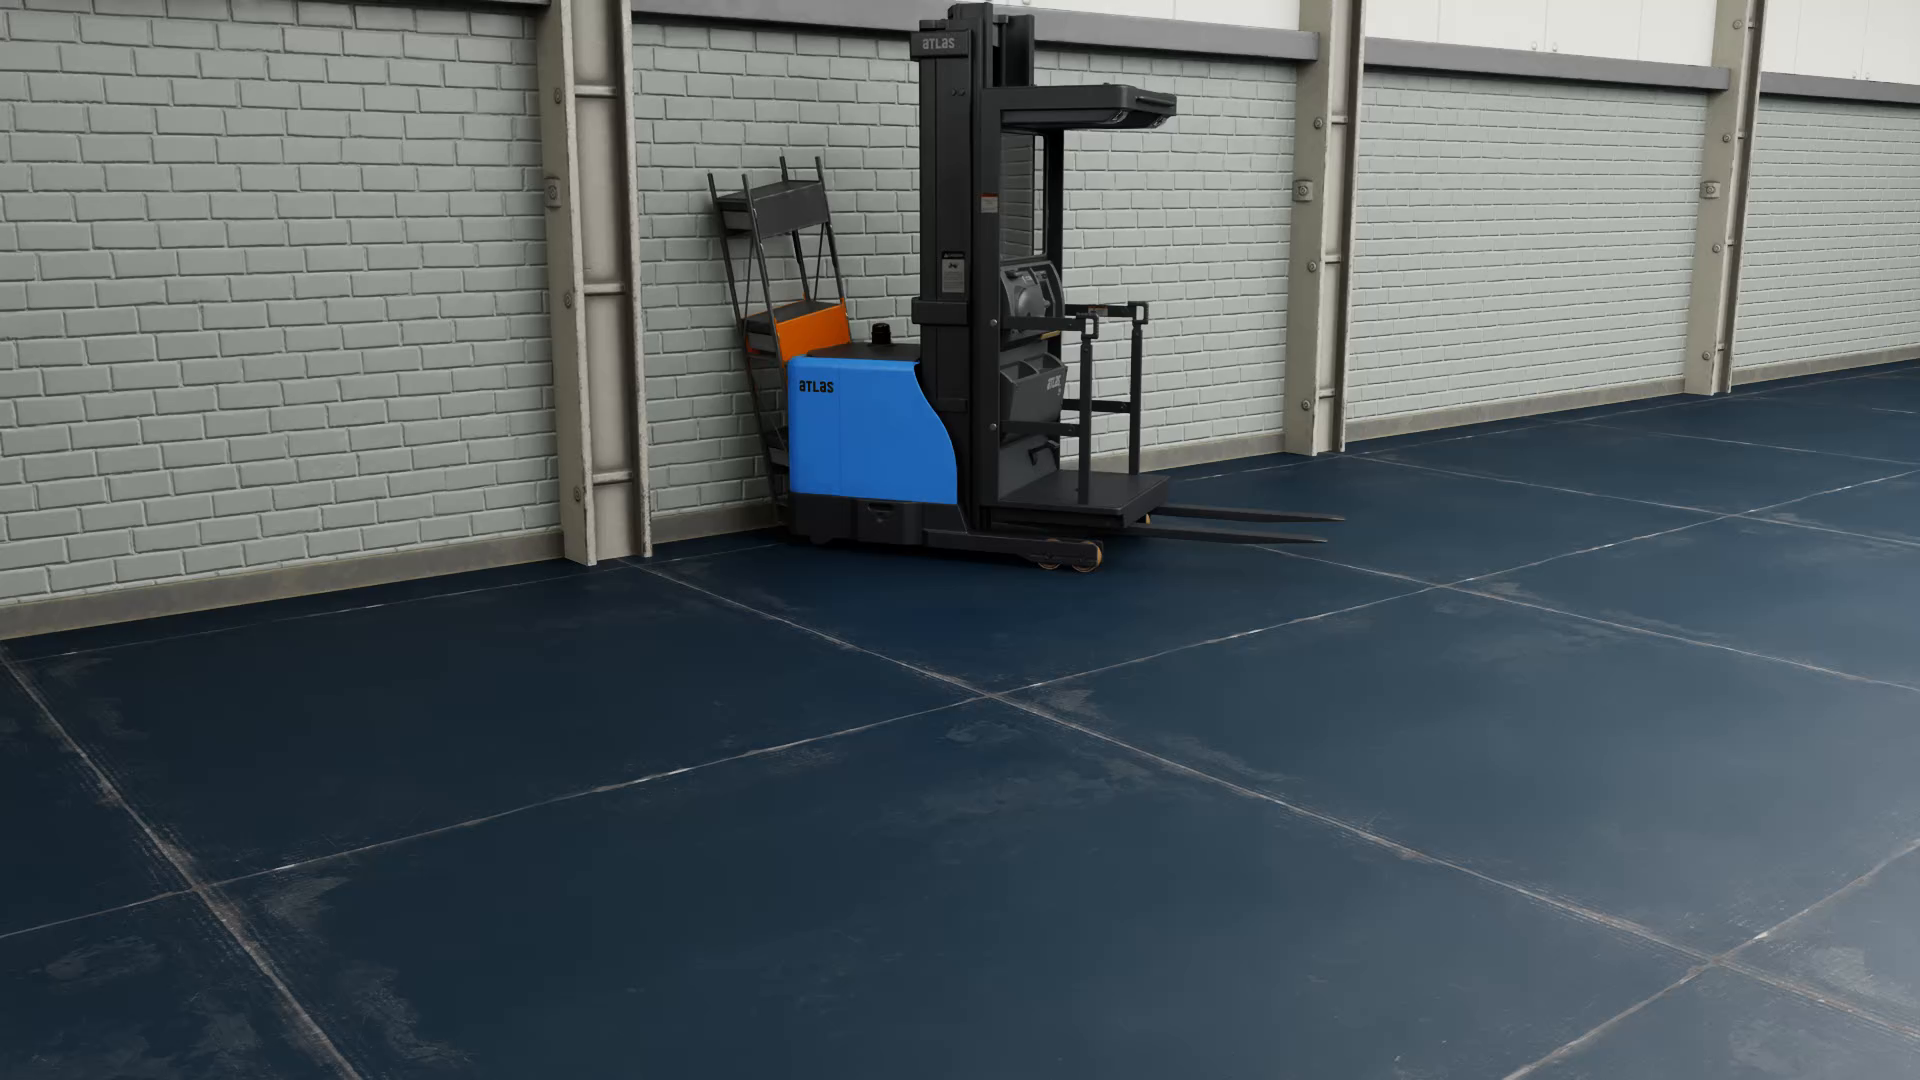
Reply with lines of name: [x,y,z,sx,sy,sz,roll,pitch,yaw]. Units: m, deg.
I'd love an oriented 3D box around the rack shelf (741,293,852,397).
rack shelf: [-0.942,-1.108,9.655,0.480,0.518,0.431,-23,24,-34]

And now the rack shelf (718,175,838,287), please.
rack shelf: [-1.045,-1.759,9.418,0.480,0.518,0.431,-23,24,-34]

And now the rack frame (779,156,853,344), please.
rack frame: [-0.757,-1.200,9.786,0.015,2.100,0.400,-23,24,-34]

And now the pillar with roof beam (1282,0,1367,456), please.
pillar with roof beam: [5.423,-4.393,8.654,0.400,9.000,9.100,-9,15,-38]

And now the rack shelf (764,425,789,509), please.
rack shelf: [-0.838,-0.458,9.891,0.480,0.518,0.431,-23,24,-34]

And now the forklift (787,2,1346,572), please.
forklift: [0.587,-1.386,9.101,3.031,2.935,1.130,5,13,21]

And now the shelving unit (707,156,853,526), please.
shelving unit: [-0.944,-1.121,9.650,0.503,2.100,0.431,-23,24,-34]

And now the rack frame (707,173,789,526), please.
rack frame: [-1.130,-1.042,9.514,0.015,2.100,0.400,-23,24,-34]
